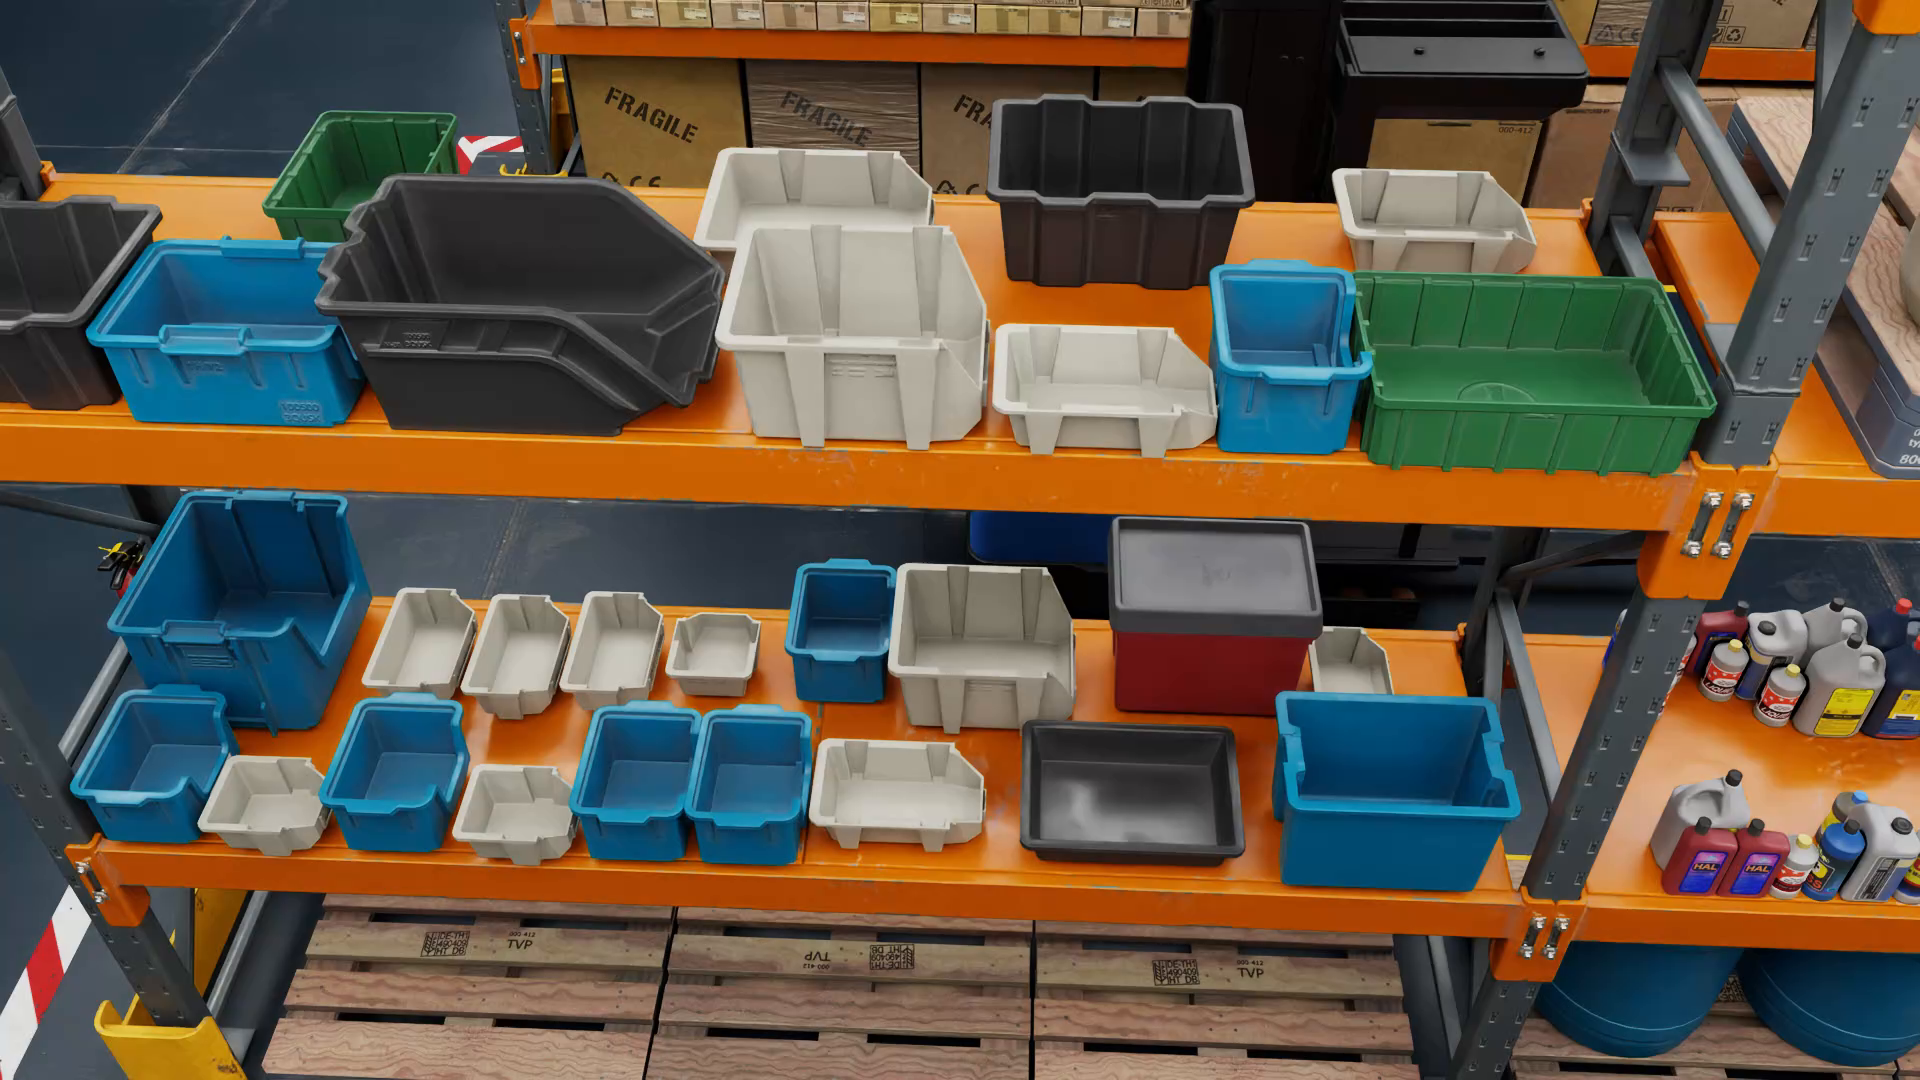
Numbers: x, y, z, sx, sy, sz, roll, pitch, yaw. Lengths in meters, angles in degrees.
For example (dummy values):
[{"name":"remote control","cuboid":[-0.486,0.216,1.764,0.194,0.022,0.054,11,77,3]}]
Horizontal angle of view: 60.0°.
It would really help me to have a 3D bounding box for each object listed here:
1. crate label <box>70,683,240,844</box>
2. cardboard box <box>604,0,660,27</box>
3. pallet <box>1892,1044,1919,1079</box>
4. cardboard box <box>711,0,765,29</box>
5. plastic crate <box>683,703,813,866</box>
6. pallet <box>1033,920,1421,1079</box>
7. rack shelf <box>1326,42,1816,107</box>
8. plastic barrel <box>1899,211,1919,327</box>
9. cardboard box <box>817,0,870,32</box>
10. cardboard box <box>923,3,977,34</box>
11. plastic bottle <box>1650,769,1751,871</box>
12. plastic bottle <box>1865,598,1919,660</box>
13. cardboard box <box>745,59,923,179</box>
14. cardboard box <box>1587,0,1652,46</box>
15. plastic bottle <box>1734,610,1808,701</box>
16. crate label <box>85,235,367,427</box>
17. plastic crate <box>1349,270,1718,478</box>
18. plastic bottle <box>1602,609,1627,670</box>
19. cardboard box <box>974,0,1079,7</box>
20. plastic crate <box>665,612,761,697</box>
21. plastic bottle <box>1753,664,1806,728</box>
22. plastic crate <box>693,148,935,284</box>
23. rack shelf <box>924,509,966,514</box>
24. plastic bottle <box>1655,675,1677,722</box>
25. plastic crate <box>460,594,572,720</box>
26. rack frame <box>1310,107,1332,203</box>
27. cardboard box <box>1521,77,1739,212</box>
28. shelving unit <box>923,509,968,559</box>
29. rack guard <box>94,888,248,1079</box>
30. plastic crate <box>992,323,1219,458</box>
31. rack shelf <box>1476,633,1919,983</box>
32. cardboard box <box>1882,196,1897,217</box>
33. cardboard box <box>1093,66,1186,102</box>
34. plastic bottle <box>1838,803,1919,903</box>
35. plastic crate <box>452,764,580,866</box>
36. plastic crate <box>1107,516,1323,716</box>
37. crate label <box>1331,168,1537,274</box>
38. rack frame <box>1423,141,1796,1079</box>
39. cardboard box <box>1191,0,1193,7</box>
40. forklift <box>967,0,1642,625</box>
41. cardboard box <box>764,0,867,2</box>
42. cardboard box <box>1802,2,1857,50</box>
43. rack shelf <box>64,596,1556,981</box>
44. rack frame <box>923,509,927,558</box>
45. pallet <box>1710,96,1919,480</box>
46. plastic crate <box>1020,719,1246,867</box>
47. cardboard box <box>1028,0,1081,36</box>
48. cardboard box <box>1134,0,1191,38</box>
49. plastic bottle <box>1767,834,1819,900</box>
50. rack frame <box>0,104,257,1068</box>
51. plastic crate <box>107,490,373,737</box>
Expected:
[{"name":"crate label","cuboid":[-2.174,0.627,4.541,0.303,0.233,0.416,2,43,2]},{"name":"cardboard box","cuboid":[-1.586,-2.683,8.199,0.250,0.149,0.380,1,43,1]},{"name":"pallet","cuboid":[3.581,1.586,5.478,1.213,0.211,1.003,2,43,2]},{"name":"cardboard box","cuboid":[-1.070,-2.668,8.183,0.250,0.149,0.380,1,43,1]},{"name":"plastic crate","cuboid":[-0.558,0.676,4.488,0.300,0.233,0.416,2,43,2]},{"name":"pallet","cuboid":[0.854,1.502,5.568,1.213,0.211,1.003,2,43,2]},{"name":"rack shelf","cuboid":[3.812,-2.570,8.421,4.000,0.370,1.077,2,43,2]},{"name":"plastic barrel","cuboid":[2.105,-0.636,3.209,0.433,0.535,0.433,0,43,0]},{"name":"cardboard box","cuboid":[-0.558,-2.652,8.166,0.250,0.149,0.380,1,43,1]},{"name":"cardboard box","cuboid":[-0.044,-2.637,8.149,0.250,0.149,0.380,2,43,3]},{"name":"plastic bottle","cuboid":[1.968,0.729,4.388,0.185,0.351,0.144,2,43,2]},{"name":"plastic bottle","cuboid":[2.708,0.307,4.841,0.185,0.351,0.144,2,43,2]},{"name":"cardboard box","cuboid":[-0.630,-2.400,8.962,0.875,0.875,0.875,2,43,2]},{"name":"cardboard box","cuboid":[3.264,-2.716,7.977,0.500,0.500,0.500,1,43,1]},{"name":"plastic bottle","cuboid":[2.364,0.327,4.875,0.135,0.276,0.152,2,43,2]},{"name":"crate label","cuboid":[-1.498,-0.439,3.515,0.502,0.251,0.408,2,43,2]},{"name":"plastic crate","cuboid":[1.154,-0.349,3.464,0.662,0.188,0.450,2,43,2]},{"name":"plastic bottle","cuboid":[1.999,0.316,4.887,0.135,0.276,0.152,2,43,2]},{"name":"cardboard box","cuboid":[0.334,-2.813,8.046,0.500,0.250,0.500,3,43,3]},{"name":"plastic crate","cuboid":[-0.718,0.339,4.920,0.250,0.136,0.298,2,43,2]},{"name":"plastic bottle","cuboid":[2.377,0.440,4.809,0.097,0.201,0.097,0,43,0]},{"name":"plastic crate","cuboid":[-0.330,-0.751,3.934,0.530,0.136,0.437,2,43,2]},{"name":"rack shelf","cuboid":[-0.061,-0.232,7.121,0.180,0.103,0.258,1,43,1]},{"name":"plastic bottle","cuboid":[2.012,0.428,4.821,0.097,0.201,0.097,0,43,0]},{"name":"plastic crate","cuboid":[-1.294,0.350,4.908,0.243,0.136,0.396,2,43,2]},{"name":"rack frame","cuboid":[1.814,-2.894,8.242,0.127,3.000,1.000,2,43,2]},{"name":"cardboard box","cuboid":[3.347,-2.238,8.788,0.875,0.875,1.225,0,43,0]},{"name":"shelving unit","cuboid":[-0.061,-0.440,6.927,0.189,1.200,0.258,1,43,1]},{"name":"rack guard","cuboid":[-2.430,1.278,5.597,0.348,0.500,1.175,2,43,2]},{"name":"plastic crate","cuboid":[0.303,-0.303,3.453,0.466,0.136,0.293,2,43,2]},{"name":"rack shelf","cuboid":[3.589,0.803,4.801,4.000,0.370,1.077,2,43,2]},{"name":"cardboard box","cuboid":[5.121,-2.183,8.729,0.875,0.875,1.225,0,43,0]},{"name":"cardboard box","cuboid":[1.158,-2.345,8.903,0.875,0.875,0.875,2,43,2]},{"name":"plastic bottle","cuboid":[2.401,0.809,4.358,0.135,0.276,0.152,2,43,2]},{"name":"plastic crate","cuboid":[-1.179,0.749,4.480,0.298,0.136,0.250,2,43,2]},{"name":"plastic crate","cuboid":[0.710,0.235,4.792,0.583,0.464,0.402,2,43,2]},{"name":"crate label","cuboid":[1.115,-0.735,3.916,0.466,0.136,0.293,2,43,2]},{"name":"rack frame","cuboid":[1.591,0.478,4.621,0.127,3.000,1.000,2,43,2]},{"name":"cardboard box","cuboid":[1.361,-2.783,8.014,0.500,0.250,0.500,1,43,1]},{"name":"forklift","cuboid":[1.553,-1.086,6.351,3.031,2.935,1.130,1,43,1]},{"name":"cardboard box","cuboid":[-0.694,-2.843,8.079,0.500,0.250,0.500,0,43,0]},{"name":"cardboard box","cuboid":[4.289,-2.688,7.946,0.500,0.500,0.500,0,43,1]},{"name":"rack shelf","cuboid":[-0.407,0.680,4.933,4.000,0.370,1.077,2,43,2]},{"name":"rack frame","cuboid":[-0.152,-0.441,6.929,0.006,1.200,0.240,1,43,1]},{"name":"pallet","cuboid":[2.378,-0.593,3.709,1.003,0.211,1.213,2,43,2]},{"name":"plastic crate","cuboid":[0.460,0.706,4.535,0.590,0.125,0.437,2,43,2]},{"name":"cardboard box","cuboid":[0.466,-2.620,8.132,0.250,0.149,0.380,3,43,3]},{"name":"cardboard box","cuboid":[0.981,-2.605,8.115,0.250,0.149,0.380,1,43,1]},{"name":"plastic bottle","cuboid":[2.187,0.848,4.370,0.097,0.201,0.097,0,43,0]},{"name":"rack frame","cuboid":[-2.405,0.355,4.753,0.127,3.000,1.000,2,43,2]},{"name":"plastic crate","cuboid":[-2.062,0.204,4.846,0.499,0.435,0.616,2,43,2]}]
